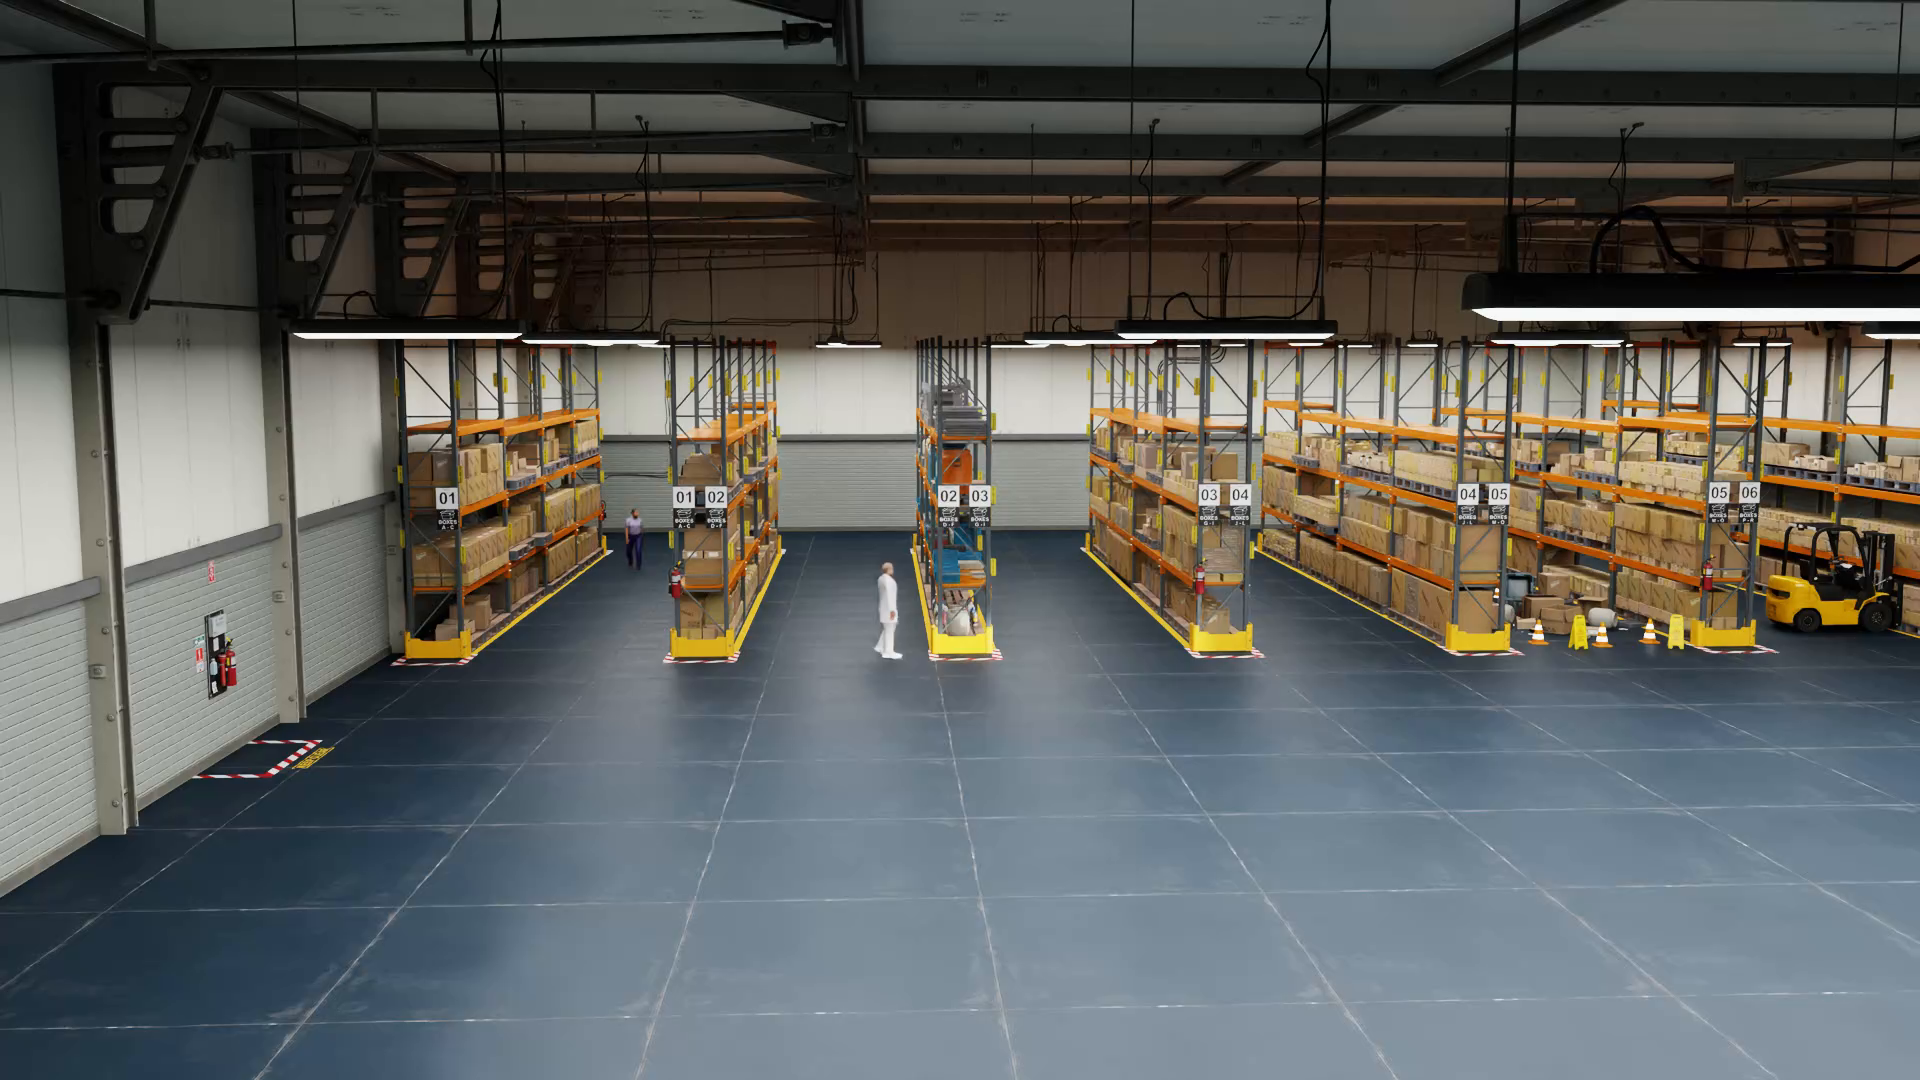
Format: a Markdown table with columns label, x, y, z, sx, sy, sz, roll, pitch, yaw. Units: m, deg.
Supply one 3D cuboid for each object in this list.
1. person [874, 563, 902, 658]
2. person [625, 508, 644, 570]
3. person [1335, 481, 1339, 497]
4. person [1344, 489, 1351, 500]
| label | x | y | z | sx | sy | sz | roll | pitch | yaw |
| --- | --- | --- | --- | --- | --- | --- | --- | --- | --- |
| person | -1.343 | 1.326 | 31.142 | 0.449 | 1.814 | 0.681 | -2 | 7 | -16 |
| person | -8.515 | -0.036 | 43.544 | 0.457 | 1.617 | 0.665 | -1 | 7 | -6 |
| person | 11.594 | -0.922 | 50.880 | 0.547 | 1.789 | 0.480 | 1 | 7 | 5 |
| person | 11.166 | -0.648 | 48.384 | 1.023 | 1.703 | 0.628 | 3 | 7 | 24 |
